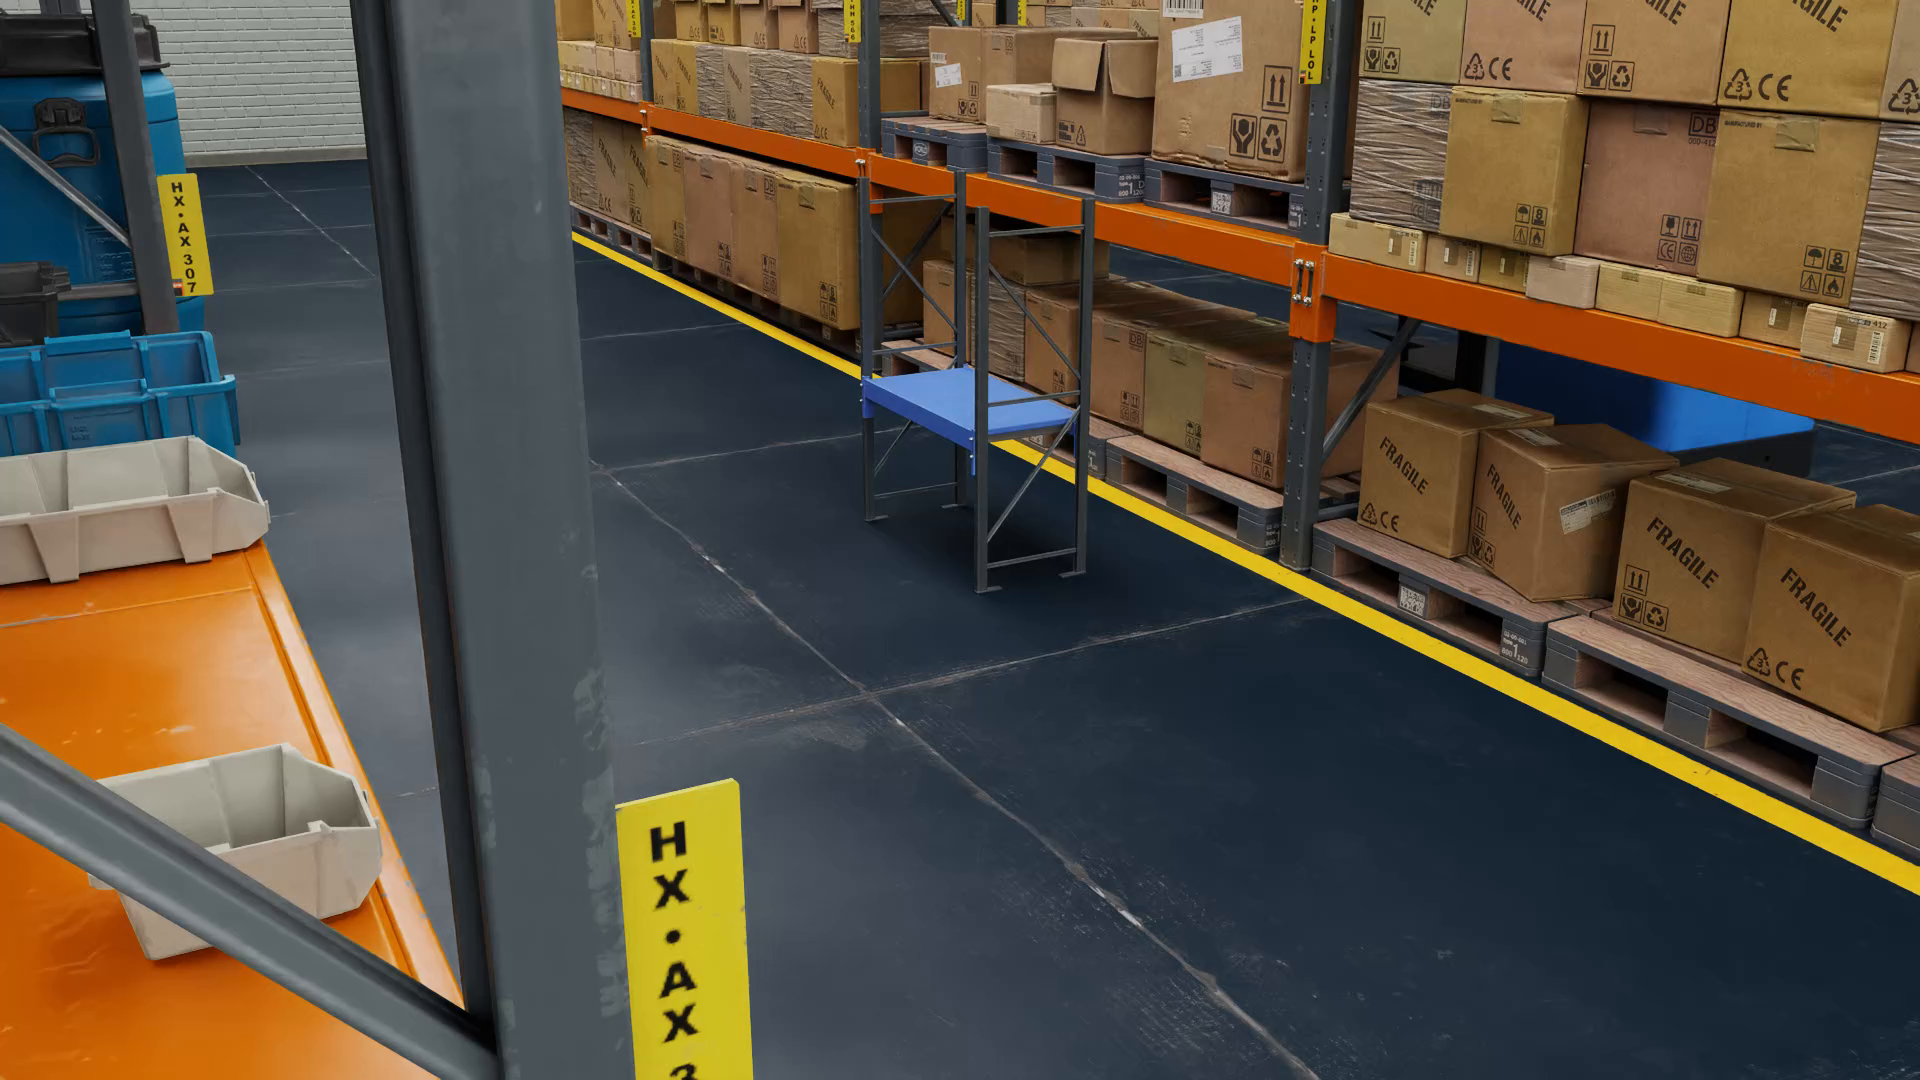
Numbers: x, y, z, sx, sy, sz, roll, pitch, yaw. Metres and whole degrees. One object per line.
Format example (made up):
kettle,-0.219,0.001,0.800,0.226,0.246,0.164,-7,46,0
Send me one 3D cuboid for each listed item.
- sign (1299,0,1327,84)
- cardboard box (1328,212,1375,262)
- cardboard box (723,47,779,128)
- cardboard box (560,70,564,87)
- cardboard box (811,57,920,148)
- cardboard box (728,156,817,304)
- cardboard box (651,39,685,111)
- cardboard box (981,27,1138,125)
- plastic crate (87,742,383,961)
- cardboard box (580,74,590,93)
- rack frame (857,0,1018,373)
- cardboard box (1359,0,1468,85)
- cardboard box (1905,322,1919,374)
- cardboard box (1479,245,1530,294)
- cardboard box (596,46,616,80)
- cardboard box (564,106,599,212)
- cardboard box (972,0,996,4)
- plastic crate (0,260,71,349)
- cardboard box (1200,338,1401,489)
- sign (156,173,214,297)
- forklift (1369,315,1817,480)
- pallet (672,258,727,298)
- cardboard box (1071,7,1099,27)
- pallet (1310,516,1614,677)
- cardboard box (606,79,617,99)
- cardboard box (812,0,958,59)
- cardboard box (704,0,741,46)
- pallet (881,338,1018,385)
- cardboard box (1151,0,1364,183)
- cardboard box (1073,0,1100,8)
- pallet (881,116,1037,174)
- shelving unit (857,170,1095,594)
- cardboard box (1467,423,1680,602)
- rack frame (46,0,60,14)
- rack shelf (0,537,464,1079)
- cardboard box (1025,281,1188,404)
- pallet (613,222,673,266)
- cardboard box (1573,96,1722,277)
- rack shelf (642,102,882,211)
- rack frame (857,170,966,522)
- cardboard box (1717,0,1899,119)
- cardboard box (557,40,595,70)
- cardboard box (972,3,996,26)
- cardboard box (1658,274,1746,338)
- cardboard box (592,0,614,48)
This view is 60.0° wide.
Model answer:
sign,1.290,-1.836,6.080,0.100,0.325,0.005,-10,21,-27
cardboard box,1.614,-1.149,6.248,0.380,0.149,0.250,-10,21,-27
cardboard box,-1.297,-3.114,11.403,0.500,0.500,0.500,-10,21,-26
cardboard box,-3.430,-4.180,15.033,0.380,0.149,0.250,-10,22,-27
cardboard box,-0.575,-2.675,10.131,0.500,0.500,0.500,-9,21,-25
cardboard box,-0.848,-2.177,11.455,1.225,0.875,0.875,-10,21,-26
cardboard box,-2.023,-3.549,12.665,0.500,0.500,0.500,-10,21,-26
cardboard box,0.522,-2.476,8.913,0.700,0.500,0.500,-7,20,-19
plastic crate,-0.824,0.357,1.902,0.298,0.136,0.250,-10,21,-27
cardboard box,-3.065,-3.959,14.393,0.380,0.149,0.250,-10,22,-28
rack frame,-0.122,-2.524,9.848,1.000,3.000,0.127,-10,21,-27
cardboard box,1.767,-1.868,5.804,0.500,0.500,0.500,-10,21,-27
cardboard box,2.752,-0.515,4.411,0.380,0.149,0.250,-10,21,-27
cardboard box,1.992,-0.937,5.635,0.380,0.149,0.250,-10,21,-27
cardboard box,-2.710,-3.977,13.831,0.500,0.250,0.500,-9,21,-25
cardboard box,-3.115,-3.582,15.528,0.875,0.875,0.875,-10,21,-27
cardboard box,0.471,-6.051,17.926,0.500,0.500,0.500,-10,21,-27
plastic crate,-2.445,-0.410,3.815,0.767,0.338,0.504,-10,21,-27
cardboard box,1.504,-0.582,7.377,0.700,0.500,0.500,-12,22,-31
sign,-2.092,-0.822,4.490,0.100,0.325,0.005,-10,21,-27
forklift,2.888,-1.980,8.376,1.130,2.935,3.031,-9,21,-23
pallet,-1.589,-2.145,13.023,1.003,0.211,1.213,-10,21,-27
cardboard box,1.432,-4.987,16.376,0.500,0.500,0.500,-10,21,-27
pallet,2.127,0.129,6.433,1.003,0.211,1.213,-10,21,-27
cardboard box,-2.699,-3.738,13.751,0.380,0.149,0.250,-10,22,-28
cardboard box,-0.455,-3.258,10.284,0.797,0.503,0.637,-9,21,-25
cardboard box,-1.396,-3.813,11.892,0.797,0.503,0.637,-10,21,-26
pallet,0.247,-0.982,9.652,1.003,0.211,1.213,-10,21,-27
cardboard box,1.523,-2.108,7.078,1.000,1.000,1.000,-10,21,-26
cardboard box,1.449,-5.462,16.220,0.500,0.500,0.500,-9,21,-25
pallet,0.310,-2.246,9.335,1.213,0.211,1.003,-10,21,-27
shelving unit,0.041,-0.684,6.816,0.538,1.500,1.048,-10,21,-27
cardboard box,2.210,-0.109,6.036,0.500,0.500,0.500,-3,19,-9
rack frame,-6.381,-2.905,10.953,1.000,3.000,0.127,-10,21,-27
rack shelf,-1.632,0.305,2.751,1.077,0.370,4.000,-10,21,-27
cardboard box,0.763,-1.042,8.712,0.700,0.500,0.500,-8,21,-22
pallet,-2.314,-2.585,14.299,1.003,0.211,1.213,-10,21,-27
cardboard box,2.469,-1.148,5.251,0.875,0.500,0.500,-10,21,-27
rack shelf,-1.072,-2.758,11.629,1.077,0.370,4.000,-10,21,-27
rack frame,-0.201,-0.830,7.239,0.500,1.500,0.032,-10,21,-27
cardboard box,2.490,-1.439,4.562,0.500,0.500,0.500,-10,21,-27
cardboard box,-3.443,-4.418,15.110,0.500,0.250,0.500,-11,22,-28
cardboard box,0.462,-5.576,18.084,0.500,0.500,0.500,-9,21,-24
cardboard box,2.339,-0.720,5.006,0.380,0.149,0.250,-10,21,-27
cardboard box,-2.710,-4.332,13.711,0.500,0.500,0.500,-10,21,-26
